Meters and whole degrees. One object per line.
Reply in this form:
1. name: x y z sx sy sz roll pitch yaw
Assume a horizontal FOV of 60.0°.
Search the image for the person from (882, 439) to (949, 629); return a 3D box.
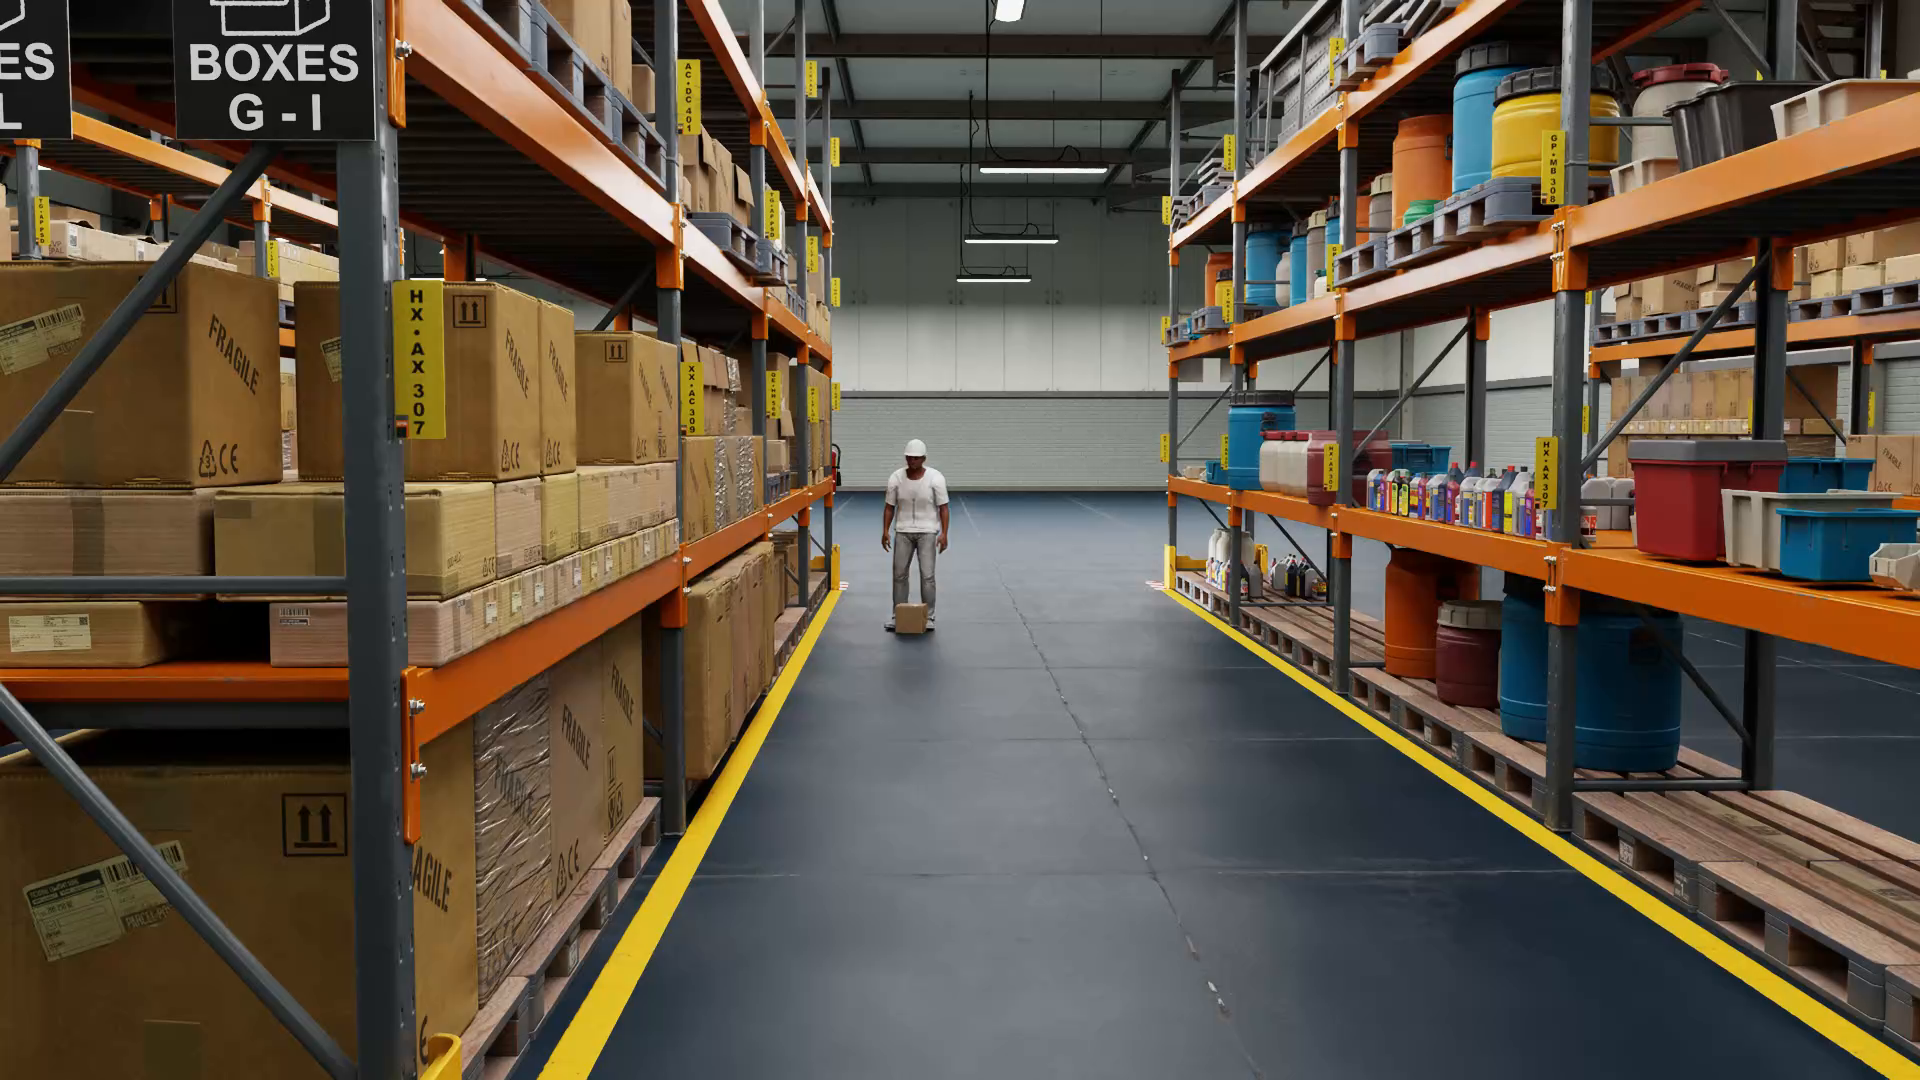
1. person: -0.415 -0.052 15.389 0.627 1.761 0.457 1 4 12
